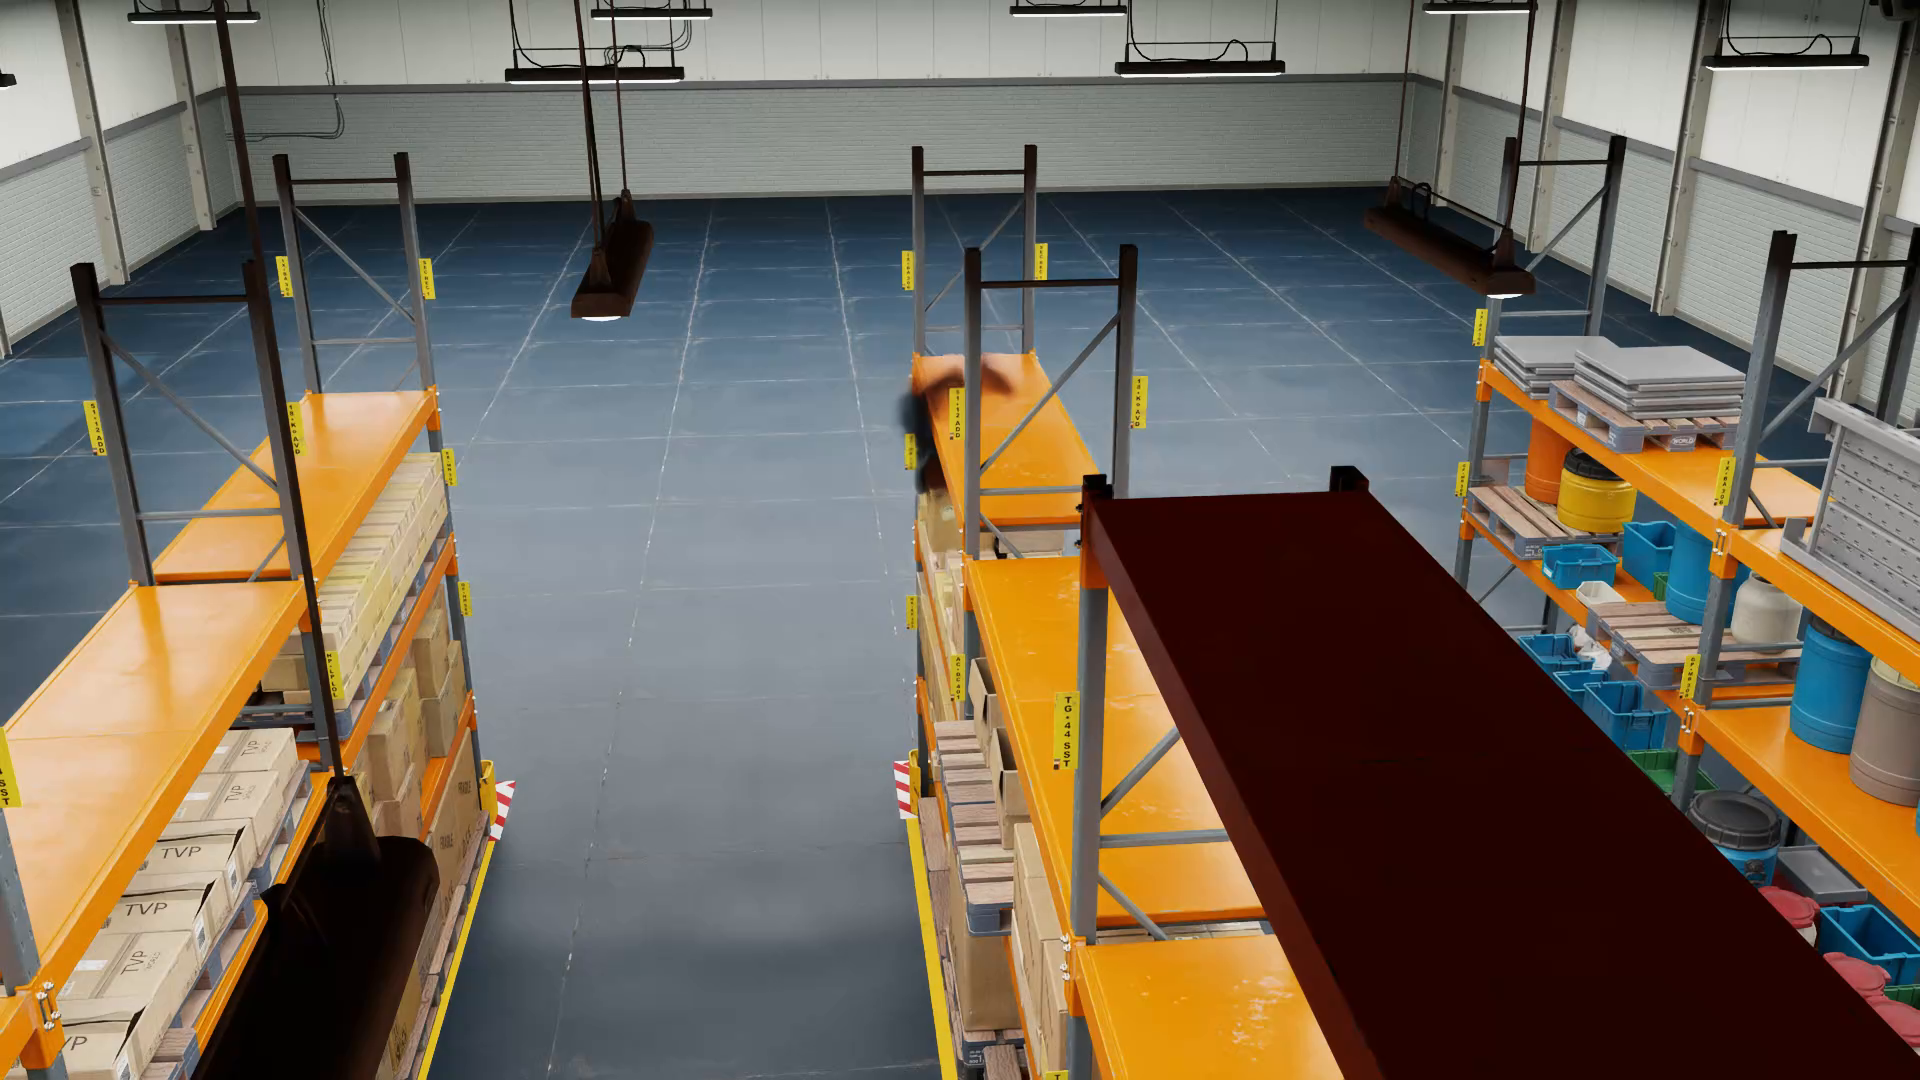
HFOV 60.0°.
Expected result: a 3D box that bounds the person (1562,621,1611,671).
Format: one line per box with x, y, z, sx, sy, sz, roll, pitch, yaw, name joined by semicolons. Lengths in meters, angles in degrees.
6.131;1.214;16.338;0.585;1.630;0.604;-17;27;-37;person
